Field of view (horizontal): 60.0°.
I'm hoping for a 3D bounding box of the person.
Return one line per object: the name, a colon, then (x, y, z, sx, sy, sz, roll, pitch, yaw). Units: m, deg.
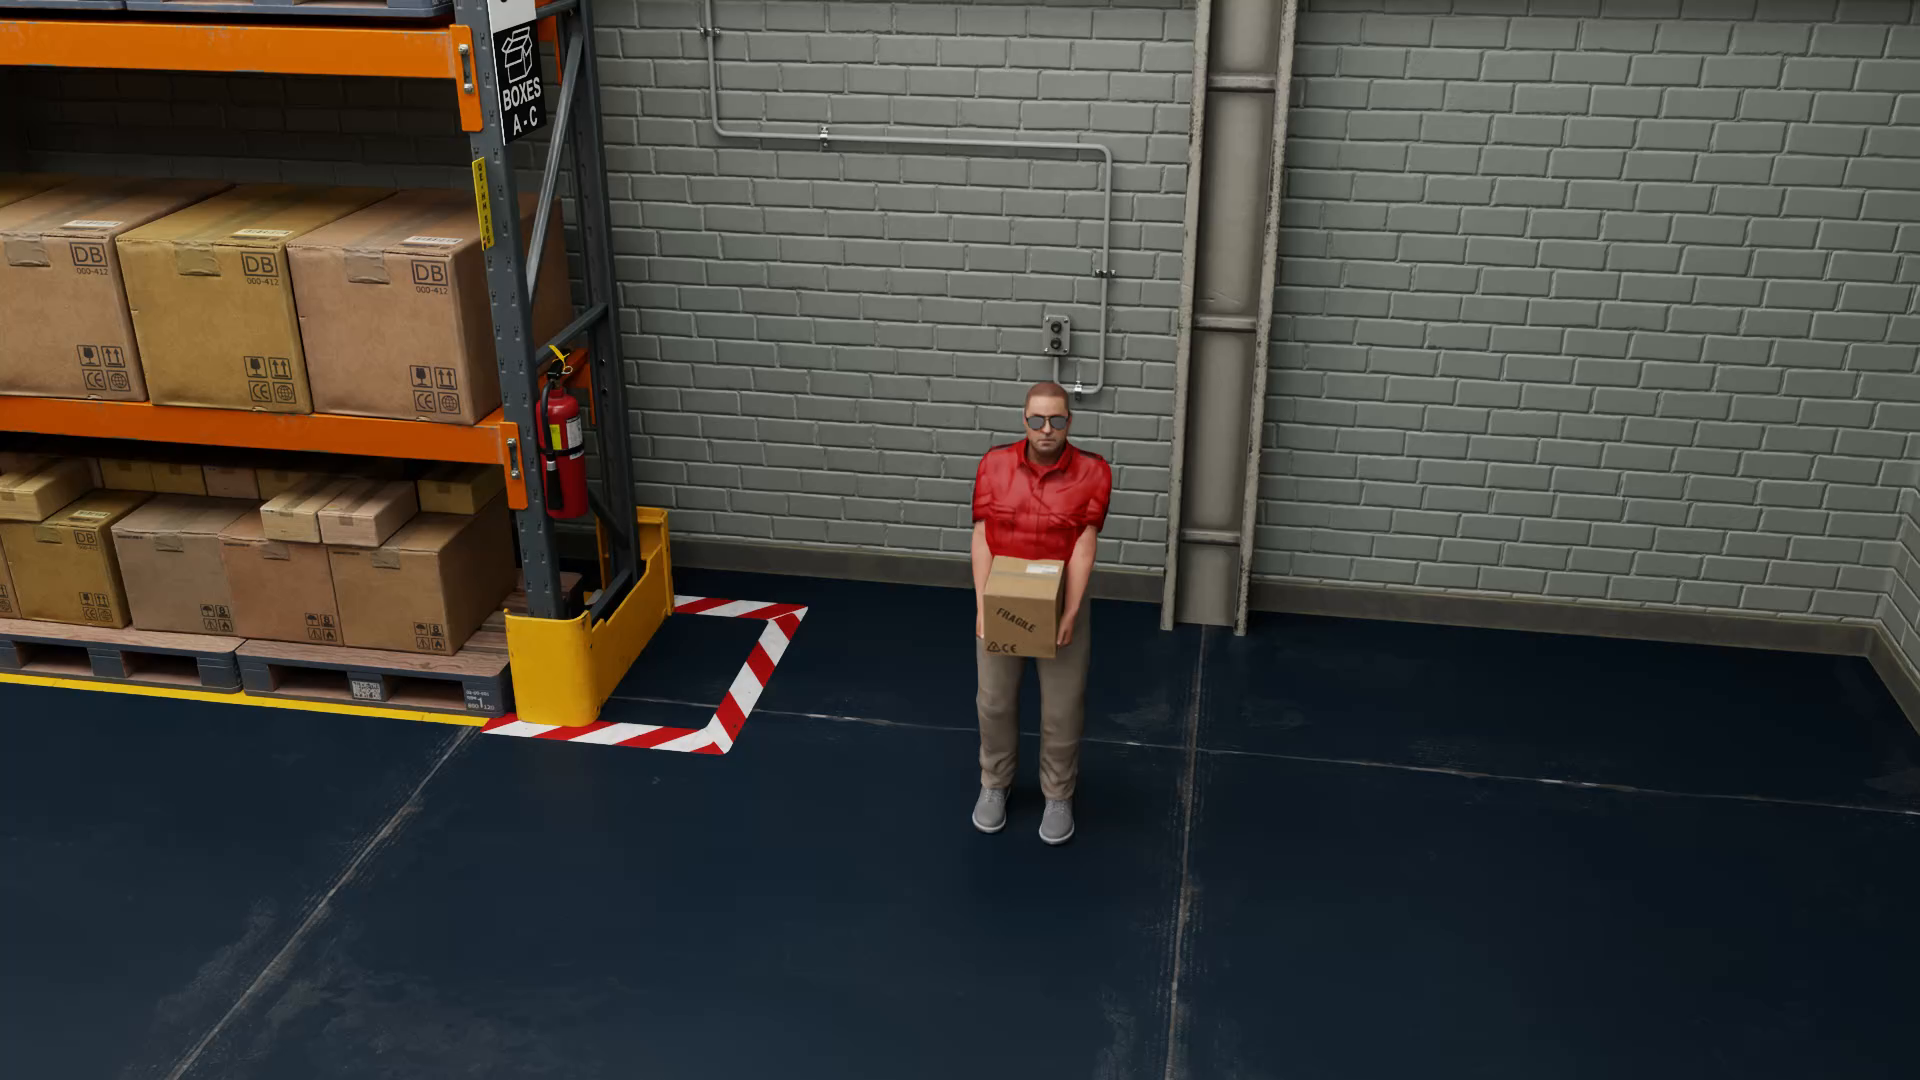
person: (0.269, 0.301, 5.987, 0.493, 1.719, 0.530, 4, 25, 9)
